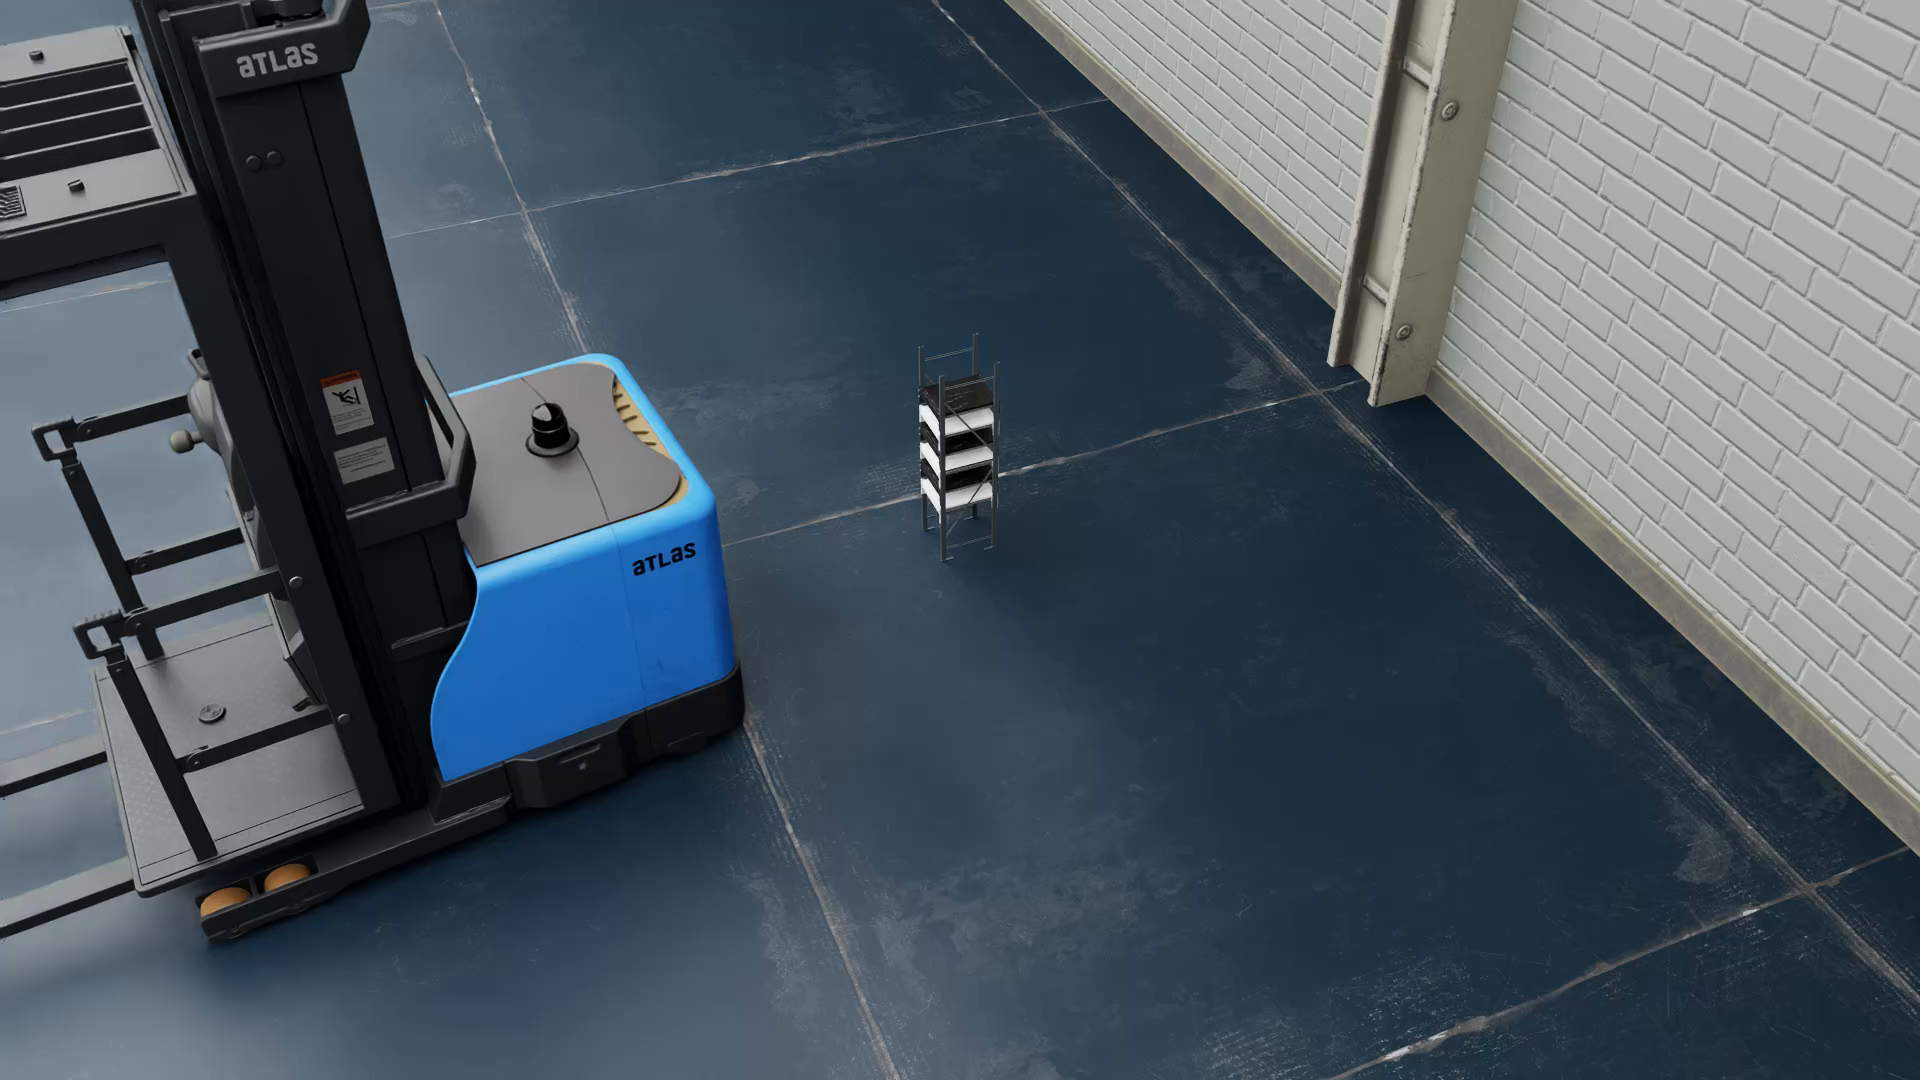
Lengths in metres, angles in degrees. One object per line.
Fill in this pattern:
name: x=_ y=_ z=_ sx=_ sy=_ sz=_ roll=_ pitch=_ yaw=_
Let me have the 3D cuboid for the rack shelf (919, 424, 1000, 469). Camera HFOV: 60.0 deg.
rack shelf: x=-0.003 y=-0.389 z=6.425 sx=0.258 sy=0.077 sz=0.200 roll=-15 pitch=43 yaw=-17

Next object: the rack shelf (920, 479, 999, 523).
rack shelf: x=-0.003 y=-0.184 z=6.601 sx=0.258 sy=0.077 sz=0.200 roll=-15 pitch=43 yaw=-17

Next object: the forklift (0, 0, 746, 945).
forklift: x=-2.307 y=-0.243 z=4.784 sx=3.031 sy=2.935 sz=1.130 roll=-20 pitch=44 yaw=-21

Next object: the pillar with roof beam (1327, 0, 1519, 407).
pillar with roof beam: x=-2.061 y=-3.088 z=3.439 sx=9.100 sy=9.000 sz=0.400 roll=-15 pitch=43 yaw=-17

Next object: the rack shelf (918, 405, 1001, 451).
rack shelf: x=-0.003 y=-0.457 z=6.367 sx=0.258 sy=0.077 sz=0.200 roll=-15 pitch=43 yaw=-17

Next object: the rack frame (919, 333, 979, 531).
rack frame: x=-0.042 y=-0.407 z=6.534 sx=0.240 sy=0.900 sz=0.006 roll=-15 pitch=43 yaw=-17

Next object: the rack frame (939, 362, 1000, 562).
rack frame: x=0.036 y=-0.285 z=6.391 sx=0.240 sy=0.900 sz=0.006 roll=-15 pitch=43 yaw=-17

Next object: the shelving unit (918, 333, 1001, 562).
shelving unit: x=-0.003 y=-0.346 z=6.462 sx=0.258 sy=0.900 sz=0.210 roll=-15 pitch=43 yaw=-17

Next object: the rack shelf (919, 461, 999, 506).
rack shelf: x=-0.003 y=-0.253 z=6.543 sx=0.258 sy=0.077 sz=0.200 roll=-15 pitch=43 yaw=-17

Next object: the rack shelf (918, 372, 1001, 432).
rack shelf: x=-0.003 y=-0.526 z=6.308 sx=0.258 sy=0.077 sz=0.200 roll=-15 pitch=43 yaw=-17

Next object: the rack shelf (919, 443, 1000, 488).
rack shelf: x=-0.003 y=-0.321 z=6.484 sx=0.258 sy=0.077 sz=0.200 roll=-15 pitch=43 yaw=-17
